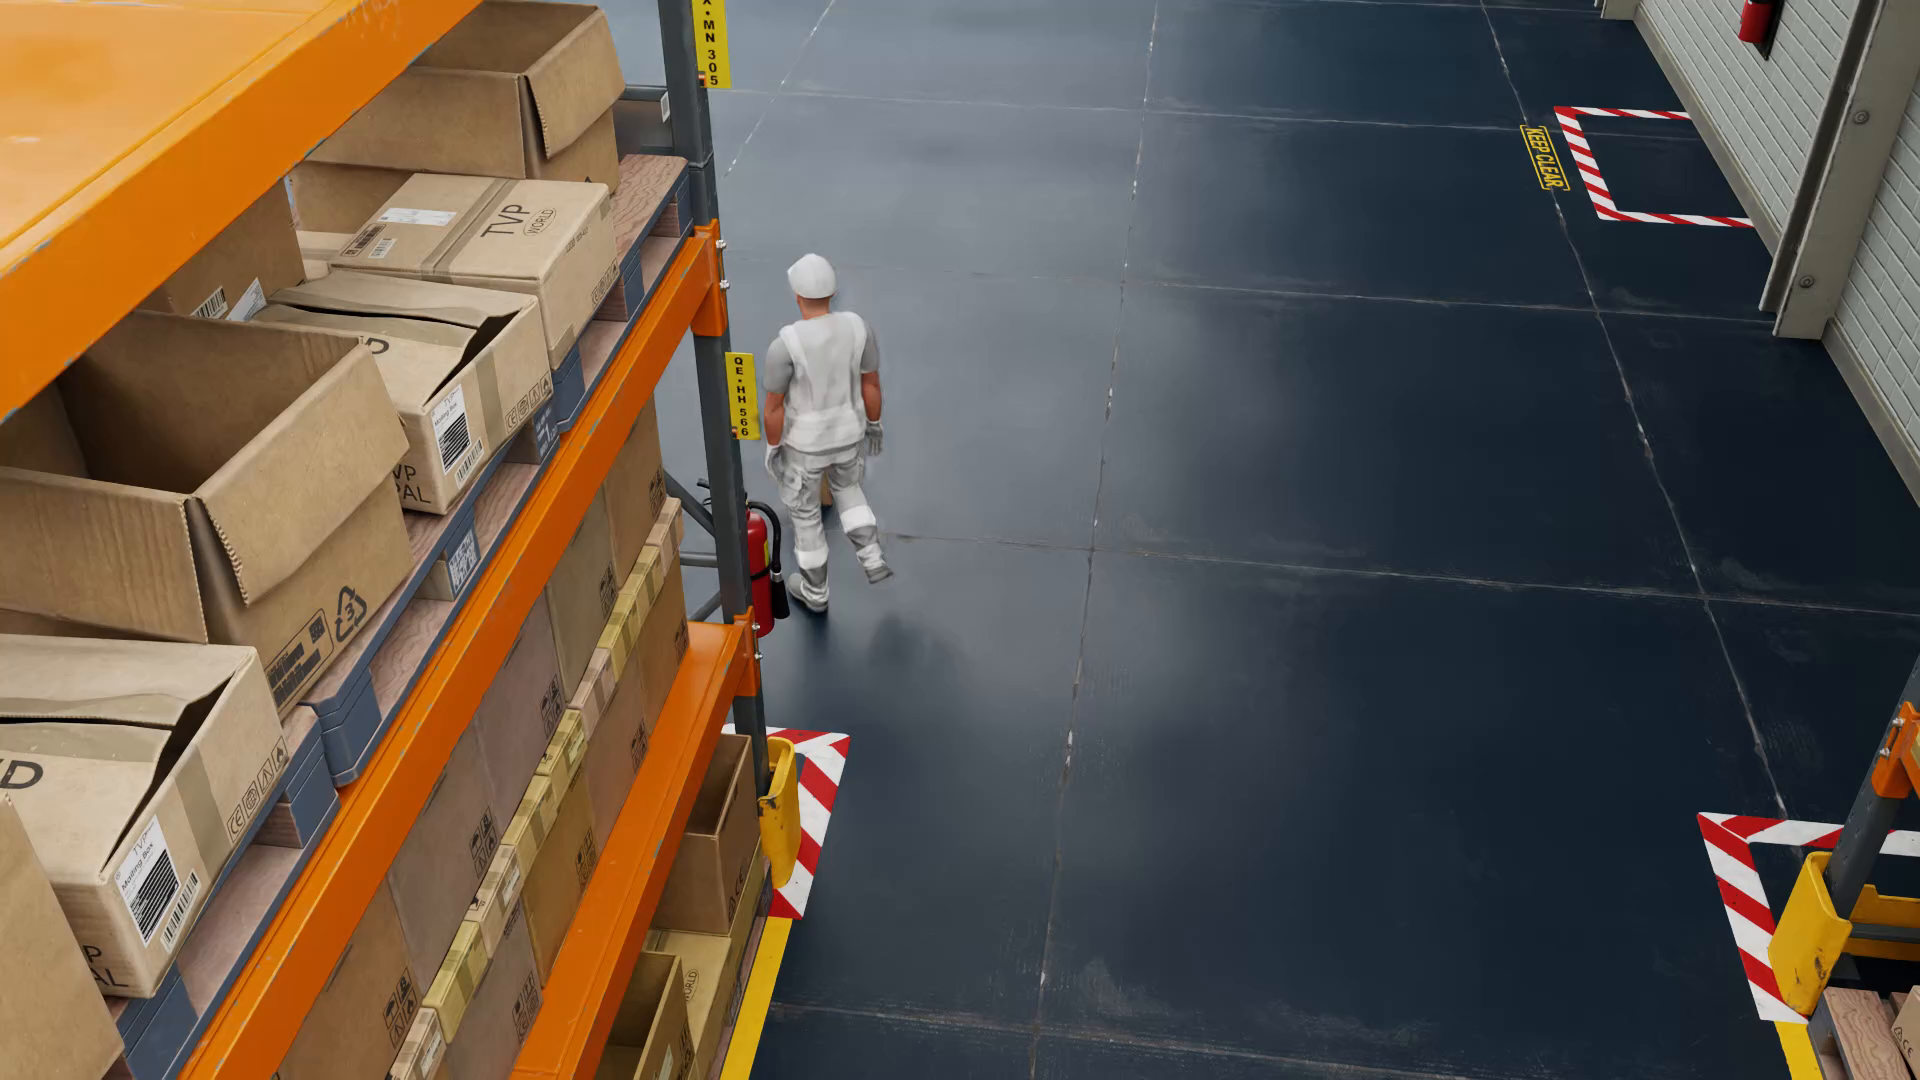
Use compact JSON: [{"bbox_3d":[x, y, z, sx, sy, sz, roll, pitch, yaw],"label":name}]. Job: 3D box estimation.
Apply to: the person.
[{"bbox_3d":[-0.598,-0.446,7.623,0.587,1.779,0.534,-20,40,-25],"label":"person"}]
